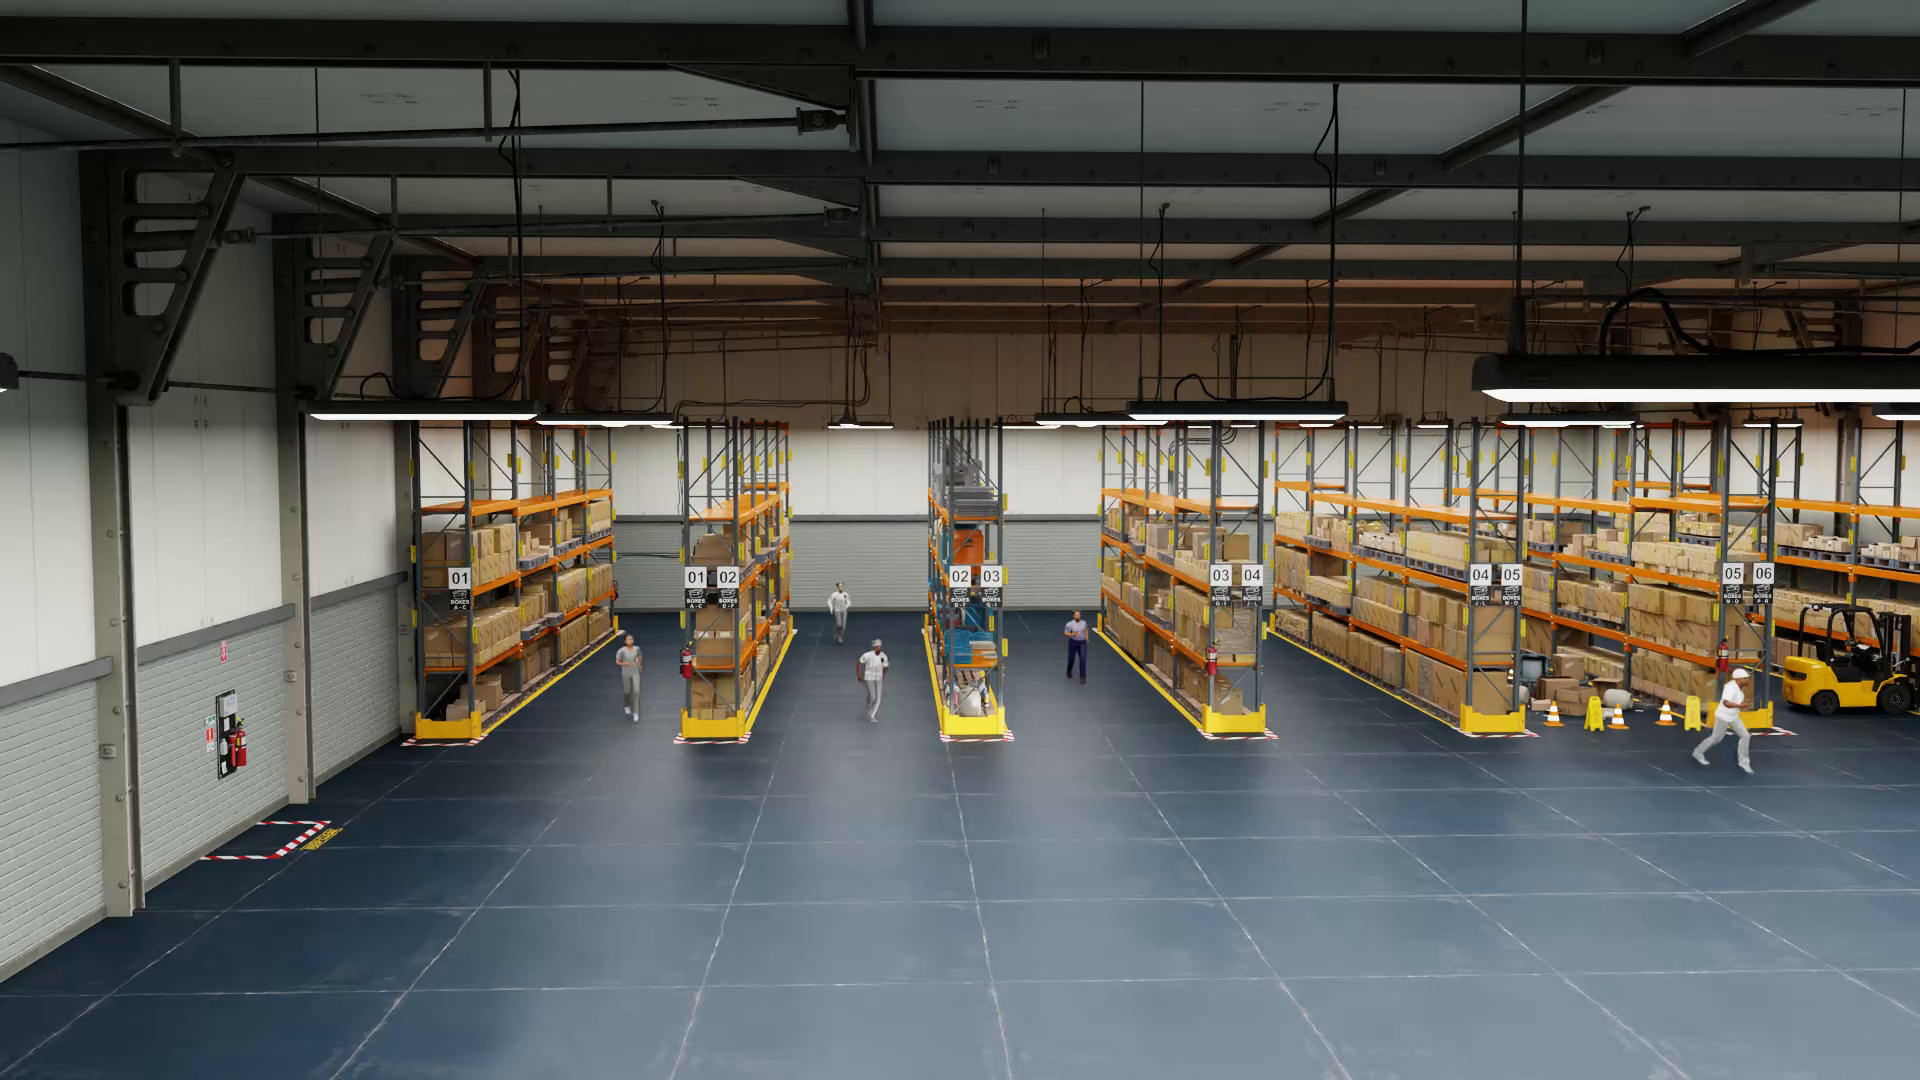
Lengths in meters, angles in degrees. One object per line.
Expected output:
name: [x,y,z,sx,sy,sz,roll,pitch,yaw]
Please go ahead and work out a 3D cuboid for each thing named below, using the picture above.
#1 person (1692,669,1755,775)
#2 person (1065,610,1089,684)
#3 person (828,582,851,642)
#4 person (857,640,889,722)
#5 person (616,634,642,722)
person: [12.880,3.034,28.035,0.694,1.774,1.006,-3,5,-42]
person: [2.674,2.410,37.934,0.607,1.632,0.941,-1,4,-9]
person: [-3.235,1.957,45.031,0.592,1.648,0.543,-1,4,-19]
person: [-1.700,2.776,32.831,0.615,1.649,0.642,-1,4,-20]
person: [-6.582,2.709,33.141,0.554,1.696,0.927,-1,4,-21]
